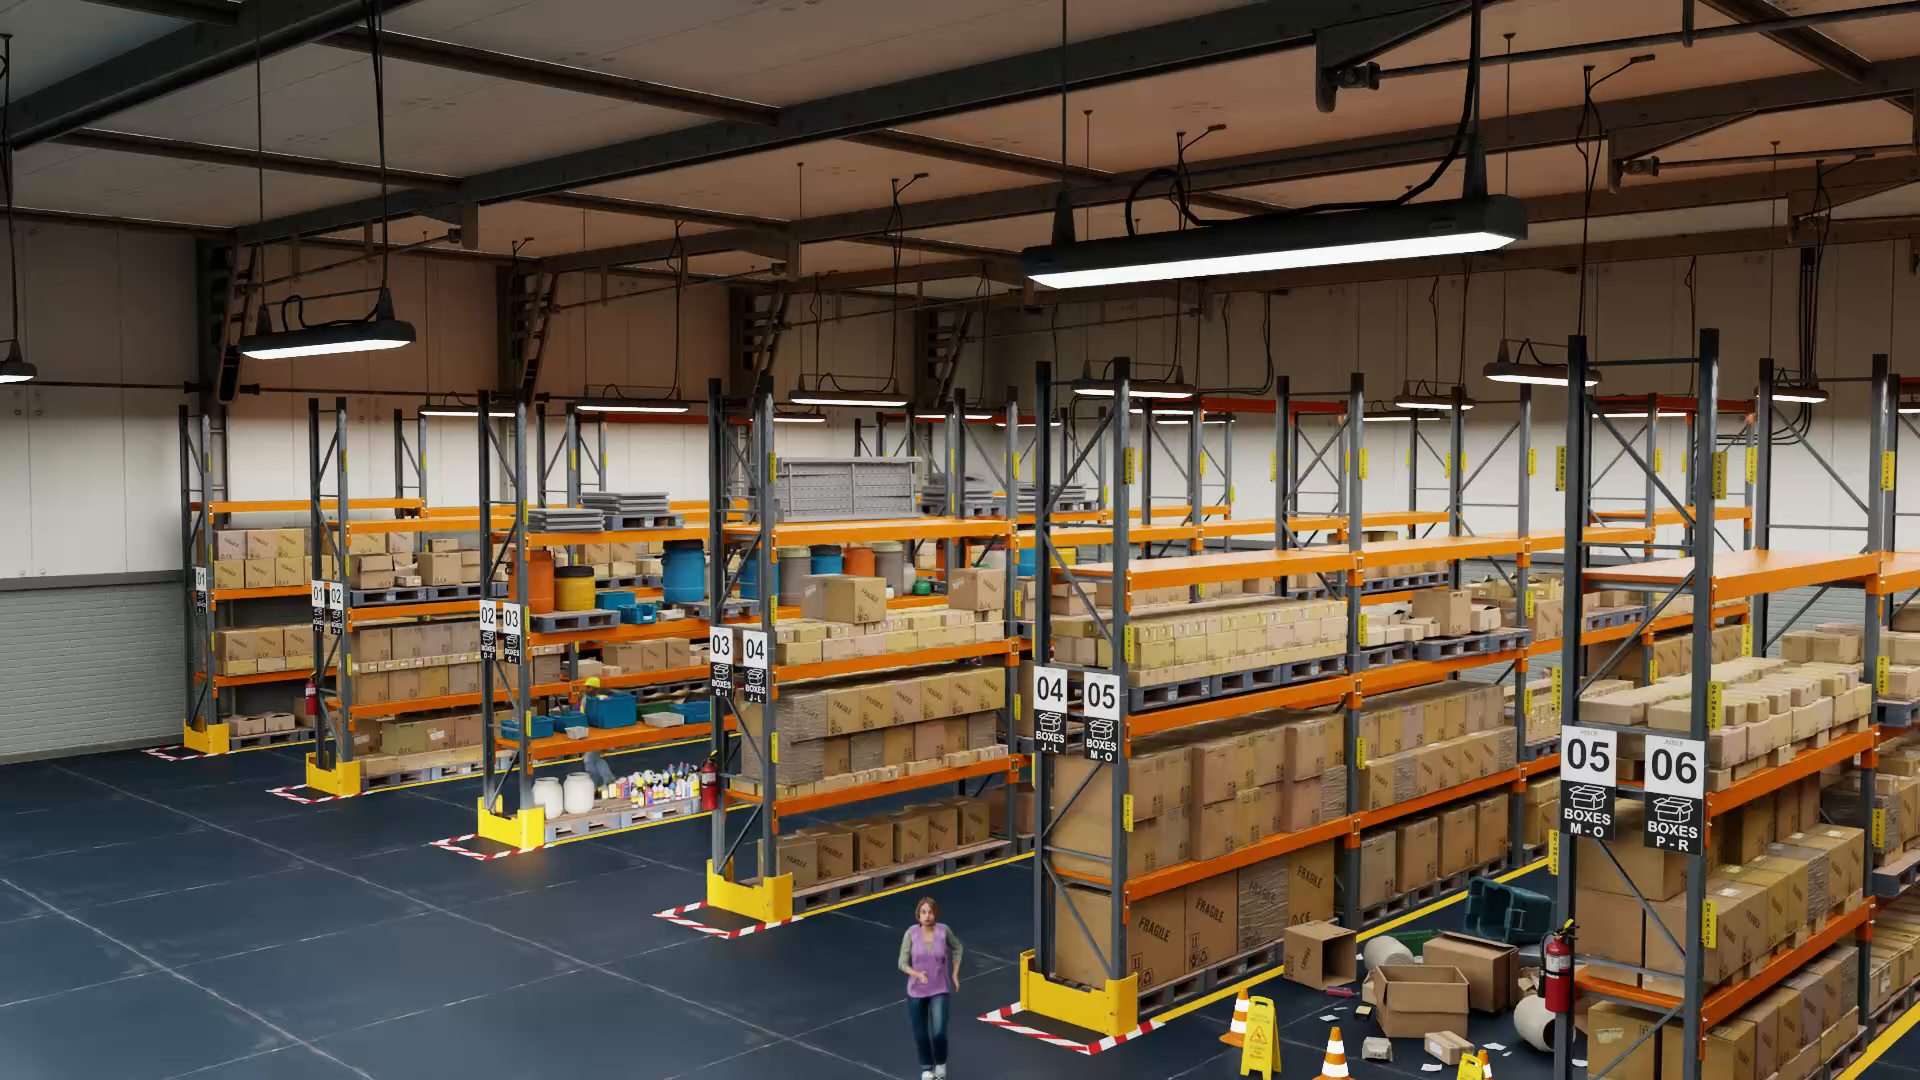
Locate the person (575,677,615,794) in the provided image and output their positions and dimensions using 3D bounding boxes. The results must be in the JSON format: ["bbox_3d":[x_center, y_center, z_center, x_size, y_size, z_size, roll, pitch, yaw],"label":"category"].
[{"bbox_3d":[-5.479,2.967,24.915,0.689,1.840,0.810,3,4,41],"label":"person"}]

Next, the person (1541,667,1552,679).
[{"bbox_3d":[9.435,2.918,26.525,0.925,1.788,0.672,-2,4,-39],"label":"person"}]

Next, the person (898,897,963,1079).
[{"bbox_3d":[-0.241,3.660,13.387,0.515,1.565,0.607,0,3,2],"label":"person"}]
